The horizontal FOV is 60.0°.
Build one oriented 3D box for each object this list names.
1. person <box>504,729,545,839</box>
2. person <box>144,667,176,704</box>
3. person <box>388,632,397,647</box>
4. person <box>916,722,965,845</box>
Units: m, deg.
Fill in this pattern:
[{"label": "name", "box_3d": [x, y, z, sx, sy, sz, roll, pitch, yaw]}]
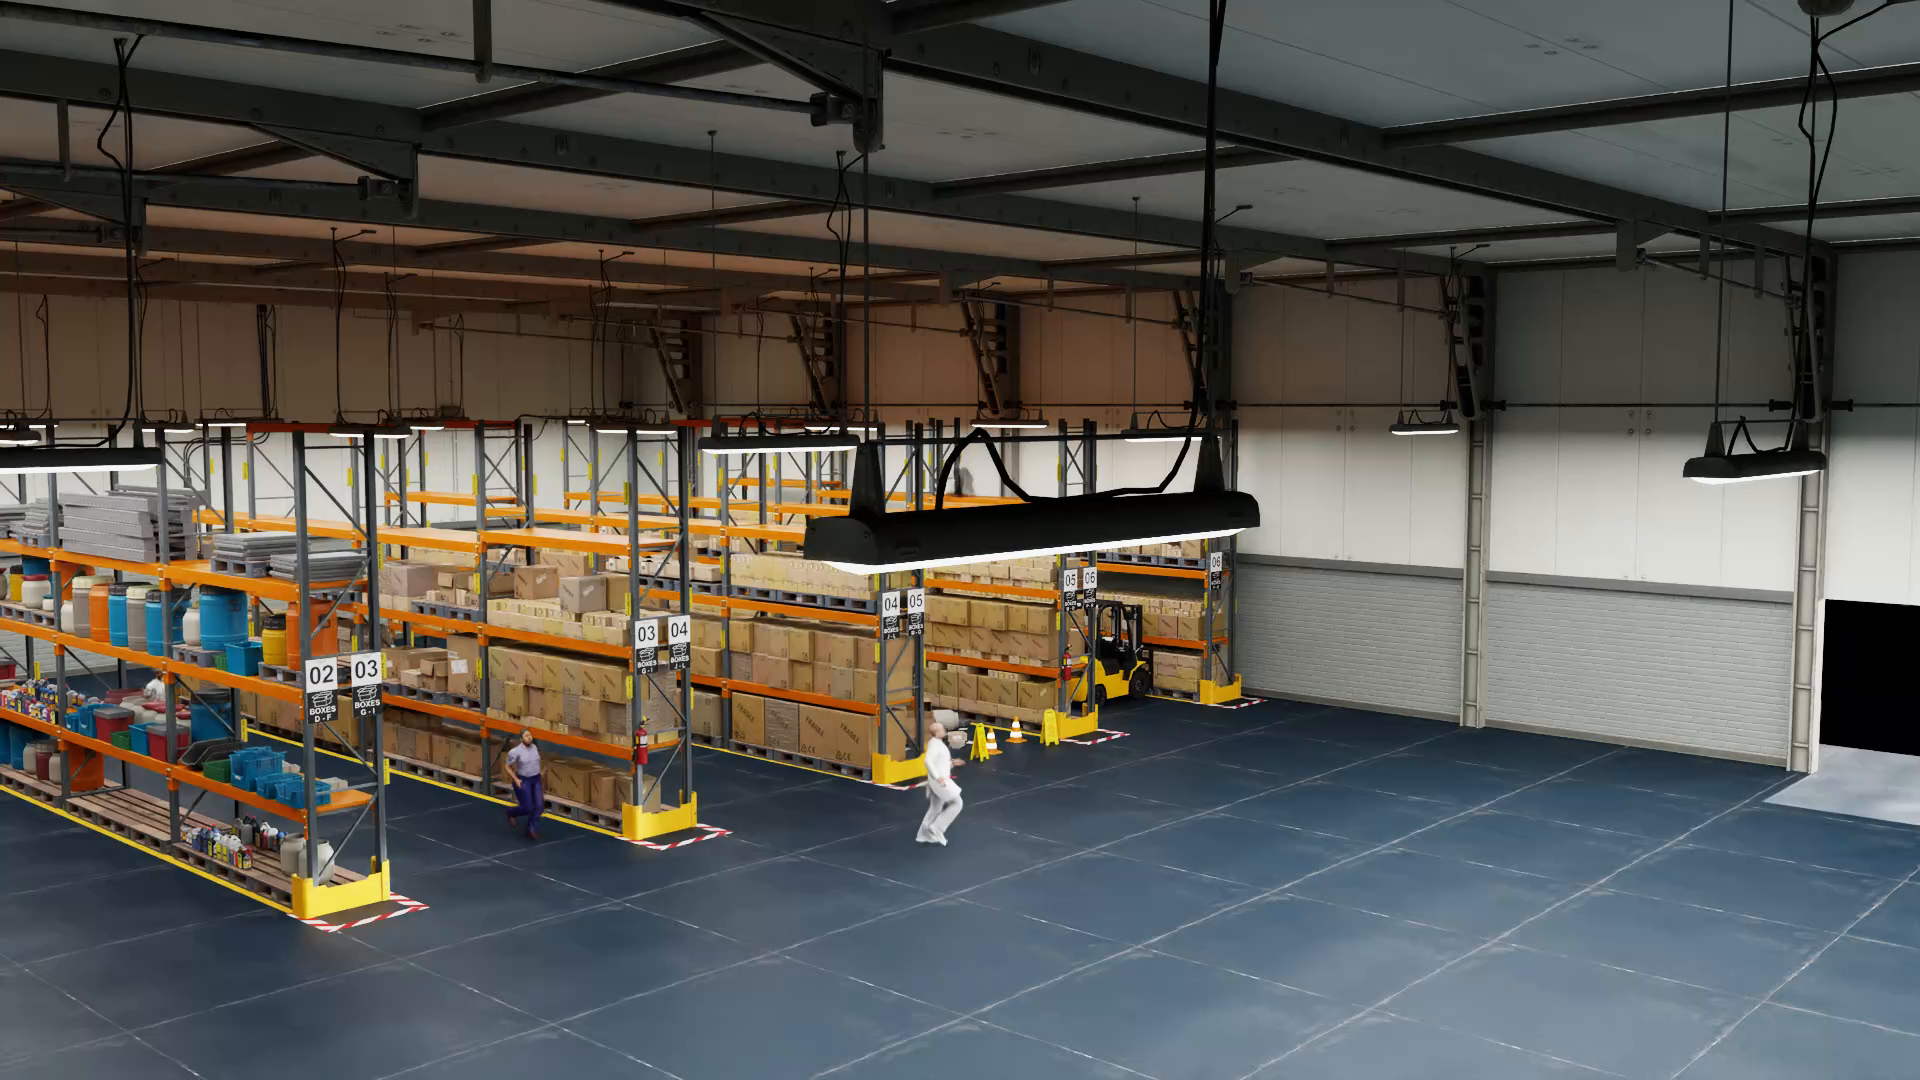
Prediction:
[{"label": "person", "box_3d": [-6.365, 3.561, 24.355, 0.587, 1.599, 0.615, 4, 6, 40]}, {"label": "person", "box_3d": [-14.449, 3.050, 30.042, 0.581, 1.655, 0.562, 3, 6, 35]}, {"label": "person", "box_3d": [-11.429, 2.737, 33.205, 0.863, 1.820, 0.684, 3, 6, 37]}, {"label": "person", "box_3d": [-0.270, 3.496, 23.885, 0.733, 1.765, 0.682, -1, 5, -15]}]
